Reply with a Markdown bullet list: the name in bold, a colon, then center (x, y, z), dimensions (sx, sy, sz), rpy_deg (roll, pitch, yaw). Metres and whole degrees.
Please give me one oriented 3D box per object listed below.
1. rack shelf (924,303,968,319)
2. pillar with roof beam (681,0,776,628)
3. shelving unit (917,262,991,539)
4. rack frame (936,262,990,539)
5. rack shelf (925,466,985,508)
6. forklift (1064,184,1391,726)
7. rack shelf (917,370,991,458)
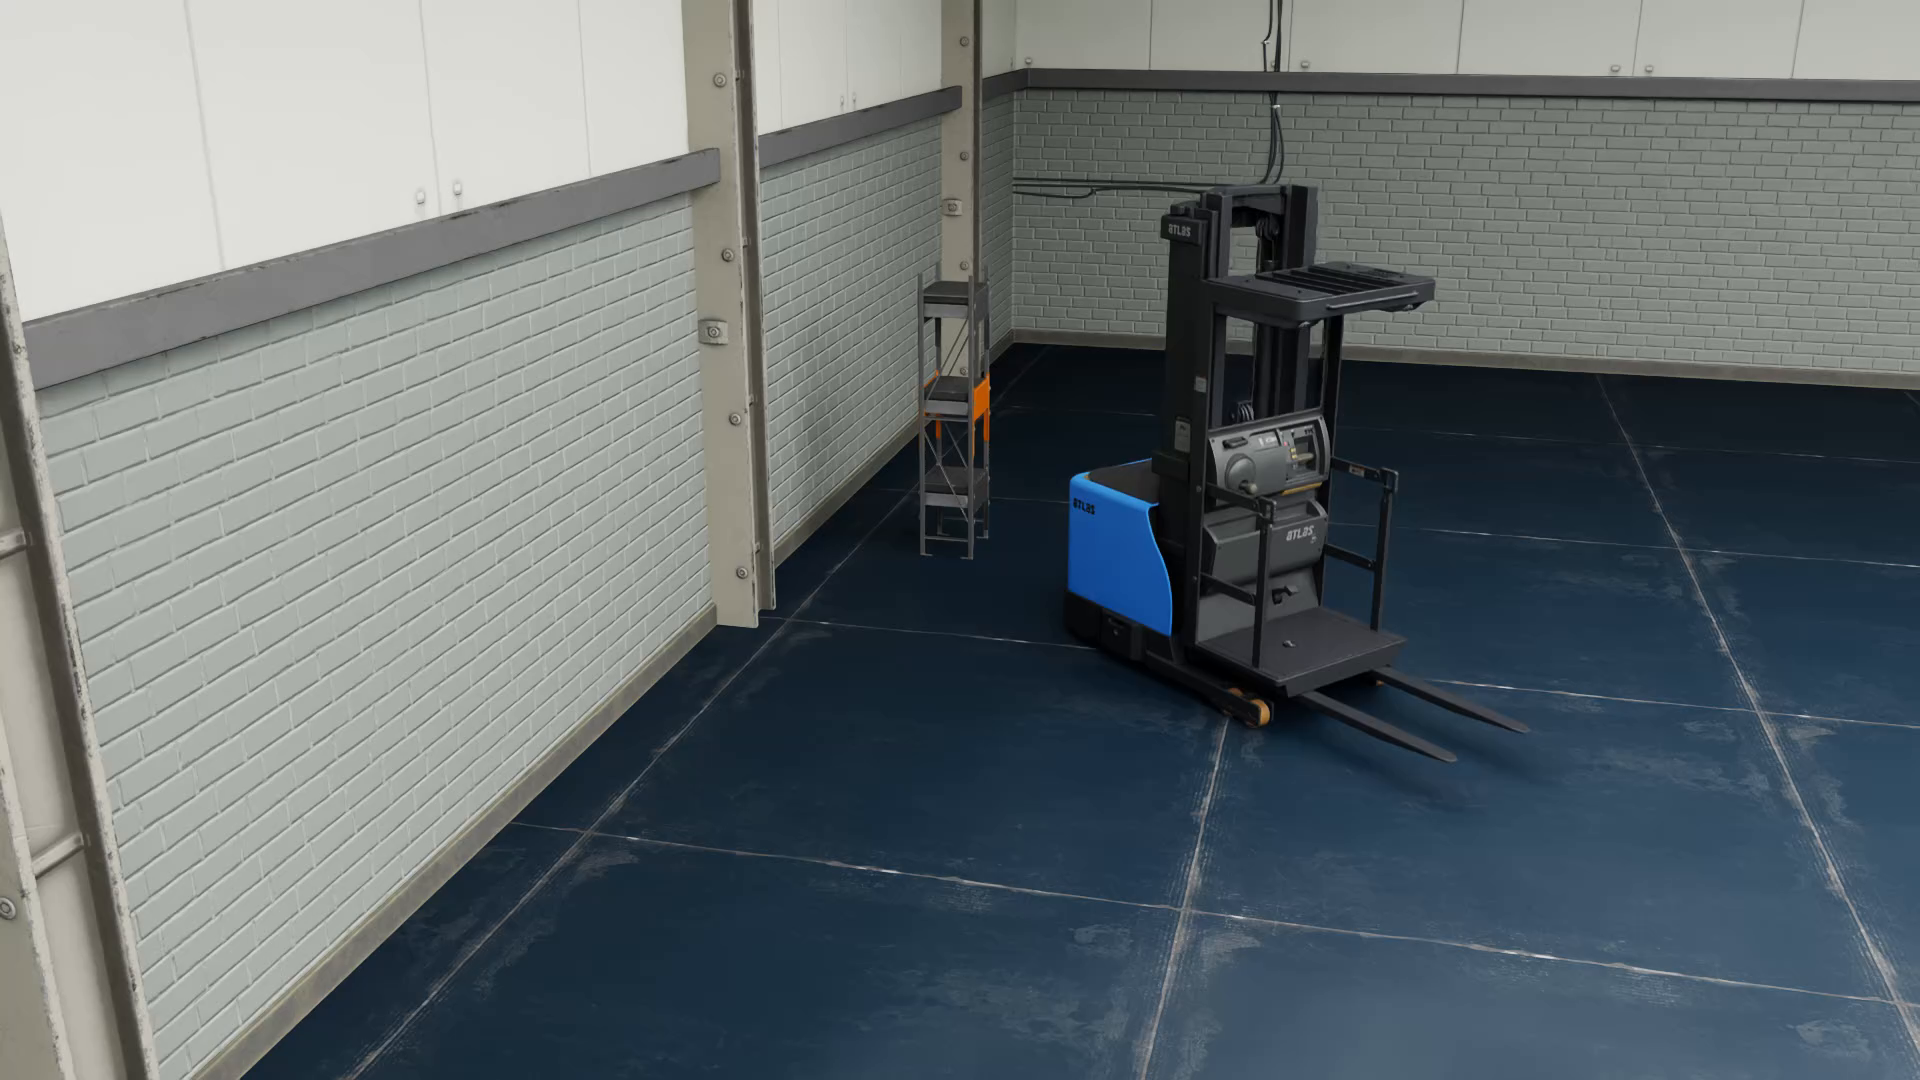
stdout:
- **rack shelf**: center (-0.040, -1.686, 11.942), dimensions (0.332, 0.100, 0.442), rpy_deg (5, 19, 13)
- **pillar with roof beam**: center (2.724, -3.411, 8.752), dimensions (9.100, 9.000, 0.400), rpy_deg (5, 19, 13)
- **shelving unit**: center (-0.039, -0.944, 12.202), dimensions (0.431, 2.100, 0.492), rpy_deg (5, 19, 13)
- **rack frame**: center (0.019, -1.018, 12.420), dimensions (0.400, 2.100, 0.015), rpy_deg (5, 19, 13)
- **rack shelf**: center (-0.040, -0.396, 12.383), dimensions (0.368, 0.174, 0.457), rpy_deg (5, 19, 13)
- **forklift**: center (1.941, -0.486, 9.576), dimensions (1.130, 2.935, 3.031), rpy_deg (-13, 23, -33)
- **rack shelf**: center (-0.040, -0.929, 12.201), dimensions (0.431, 0.518, 0.480), rpy_deg (5, 19, 13)
